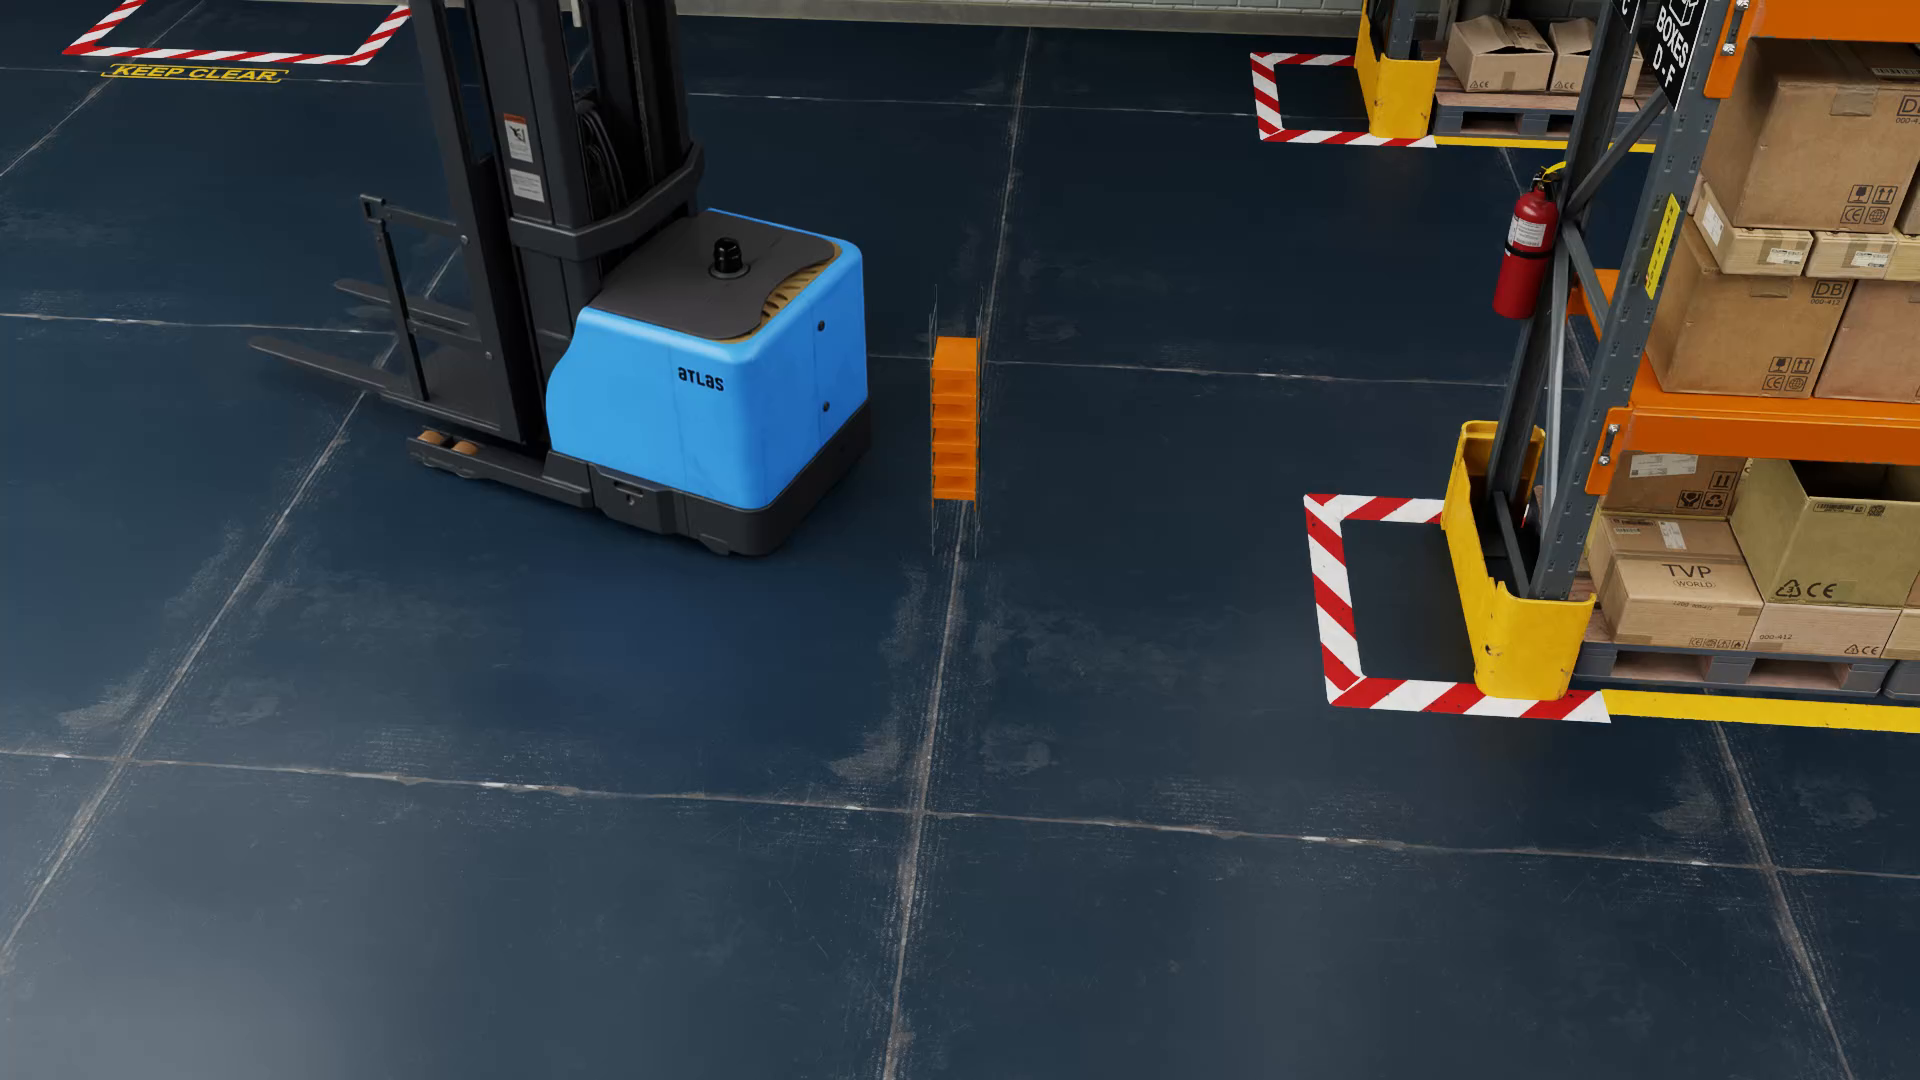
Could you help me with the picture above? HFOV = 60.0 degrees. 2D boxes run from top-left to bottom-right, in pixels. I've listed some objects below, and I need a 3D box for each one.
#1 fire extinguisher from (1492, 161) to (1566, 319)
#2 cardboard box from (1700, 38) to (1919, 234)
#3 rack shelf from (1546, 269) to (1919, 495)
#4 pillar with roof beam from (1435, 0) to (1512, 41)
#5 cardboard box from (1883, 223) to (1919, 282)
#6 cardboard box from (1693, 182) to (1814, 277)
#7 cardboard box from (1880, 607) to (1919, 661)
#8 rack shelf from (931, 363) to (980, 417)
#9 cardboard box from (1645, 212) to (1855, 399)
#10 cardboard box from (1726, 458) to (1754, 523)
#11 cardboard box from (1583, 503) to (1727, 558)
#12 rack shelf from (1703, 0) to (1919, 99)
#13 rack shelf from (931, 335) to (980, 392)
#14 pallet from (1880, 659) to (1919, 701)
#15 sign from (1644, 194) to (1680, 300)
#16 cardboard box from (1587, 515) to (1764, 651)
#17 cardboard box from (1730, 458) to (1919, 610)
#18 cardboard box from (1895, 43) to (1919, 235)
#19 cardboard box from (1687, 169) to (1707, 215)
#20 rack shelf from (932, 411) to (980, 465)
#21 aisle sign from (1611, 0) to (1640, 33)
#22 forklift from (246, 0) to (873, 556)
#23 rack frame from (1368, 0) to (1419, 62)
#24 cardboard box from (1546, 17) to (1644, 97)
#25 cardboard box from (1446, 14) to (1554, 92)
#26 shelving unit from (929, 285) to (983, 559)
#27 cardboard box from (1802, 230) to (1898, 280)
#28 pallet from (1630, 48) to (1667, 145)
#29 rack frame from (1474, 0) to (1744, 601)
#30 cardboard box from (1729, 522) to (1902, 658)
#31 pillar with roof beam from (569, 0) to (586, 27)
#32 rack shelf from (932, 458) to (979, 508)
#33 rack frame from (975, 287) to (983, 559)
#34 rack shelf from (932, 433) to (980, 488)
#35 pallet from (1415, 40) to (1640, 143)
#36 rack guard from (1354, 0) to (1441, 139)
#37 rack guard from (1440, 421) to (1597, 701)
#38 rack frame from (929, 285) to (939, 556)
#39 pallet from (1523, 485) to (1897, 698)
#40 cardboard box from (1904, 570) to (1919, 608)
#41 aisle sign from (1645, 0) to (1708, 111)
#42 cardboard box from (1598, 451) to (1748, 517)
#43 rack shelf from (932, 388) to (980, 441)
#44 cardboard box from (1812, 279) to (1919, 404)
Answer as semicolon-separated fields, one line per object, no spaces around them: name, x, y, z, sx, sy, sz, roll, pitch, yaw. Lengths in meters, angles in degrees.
fire extinguisher;2.196;-1.177;6.381;0.183;0.674;0.296;3;39;4
cardboard box;2.791;-1.414;5.504;0.500;0.500;0.700;3;39;4
rack shelf;4.267;-0.521;6.083;4.000;0.370;1.077;3;39;4
pillar with roof beam;3.098;-4.149;5.219;0.400;9.000;9.100;3;39;4
cardboard box;3.158;-1.015;5.528;0.250;0.149;0.380;3;39;4
cardboard box;2.646;-1.042;5.561;0.250;0.149;0.380;3;39;4
cardboard box;3.786;0.217;6.453;0.500;0.250;0.500;3;39;4
rack shelf;-0.014;-0.618;6.749;0.180;0.103;0.258;3;39;4
cardboard box;2.738;-0.914;5.917;0.500;0.500;0.700;3;39;4
cardboard box;3.333;-0.142;6.894;0.500;0.250;0.500;3;39;4
cardboard box;2.834;-0.162;6.918;0.500;0.250;0.500;3;39;4
rack shelf;4.267;-1.684;5.136;4.000;0.370;1.077;3;39;4
rack shelf;-0.014;-0.711;6.673;0.180;0.103;0.258;3;39;4
pallet;4.252;0.256;6.768;1.213;0.211;1.003;3;39;4
sign;2.220;-0.926;5.263;0.005;0.325;0.100;3;39;4
cardboard box;2.789;0.164;6.518;0.500;0.250;0.500;3;39;4
cardboard box;3.288;-0.101;6.249;0.500;0.500;0.500;3;39;4
cardboard box;3.315;-1.389;5.473;0.500;0.500;0.700;2;39;3
cardboard box;2.671;-1.298;5.875;0.250;0.149;0.380;3;39;3
rack shelf;-0.014;-0.432;6.900;0.180;0.103;0.258;3;39;4
aisle sign;2.234;-2.105;5.401;0.004;0.787;0.394;3;39;4
forklift;-1.961;-1.701;7.018;3.031;2.935;1.130;17;42;20
rack frame;2.698;-4.024;9.818;0.127;3.000;1.000;3;39;4
cardboard box;3.947;-3.027;10.374;0.500;0.311;0.500;6;40;8
cardboard box;3.379;-3.058;10.412;0.500;0.311;0.500;-1;39;-1
shelving unit;-0.014;-0.466;6.872;0.189;1.200;0.258;3;39;4
cardboard box;2.910;-1.029;5.545;0.250;0.149;0.380;2;39;3
pallet;4.792;-2.804;10.528;1.213;0.211;1.003;3;39;4
rack frame;2.274;-0.909;5.990;0.127;3.000;1.000;3;39;4
cardboard box;3.288;0.189;6.487;0.500;0.250;0.500;3;39;4
pillar with roof beam;-2.879;-4.476;5.621;0.400;9.000;9.100;3;39;4
rack shelf;-0.014;-0.246;7.052;0.180;0.103;0.258;3;39;4
rack frame;0.077;-0.461;6.866;0.006;1.200;0.240;3;39;4
rack shelf;-0.014;-0.339;6.976;0.180;0.103;0.258;3;39;4
pallet;3.580;-2.872;10.611;1.213;0.211;1.003;3;39;4
rack guard;2.774;-3.051;10.602;0.348;0.500;1.175;3;39;4
rack guard;2.250;0.060;6.781;0.348;0.500;1.175;3;39;4
rack frame;-0.106;-0.471;6.878;0.006;1.200;0.240;3;39;4
pallet;3.040;0.188;6.851;1.213;0.211;1.003;3;39;4
cardboard box;3.787;-0.082;6.225;0.500;0.500;0.500;3;39;4
aisle sign;2.182;-1.728;4.937;0.004;0.787;0.394;3;39;4
cardboard box;2.834;-0.454;6.683;0.500;0.500;0.500;3;39;4
rack shelf;-0.014;-0.525;6.824;0.180;0.103;0.258;3;39;4
cardboard box;3.262;-0.888;5.886;0.500;0.500;0.700;4;39;5
